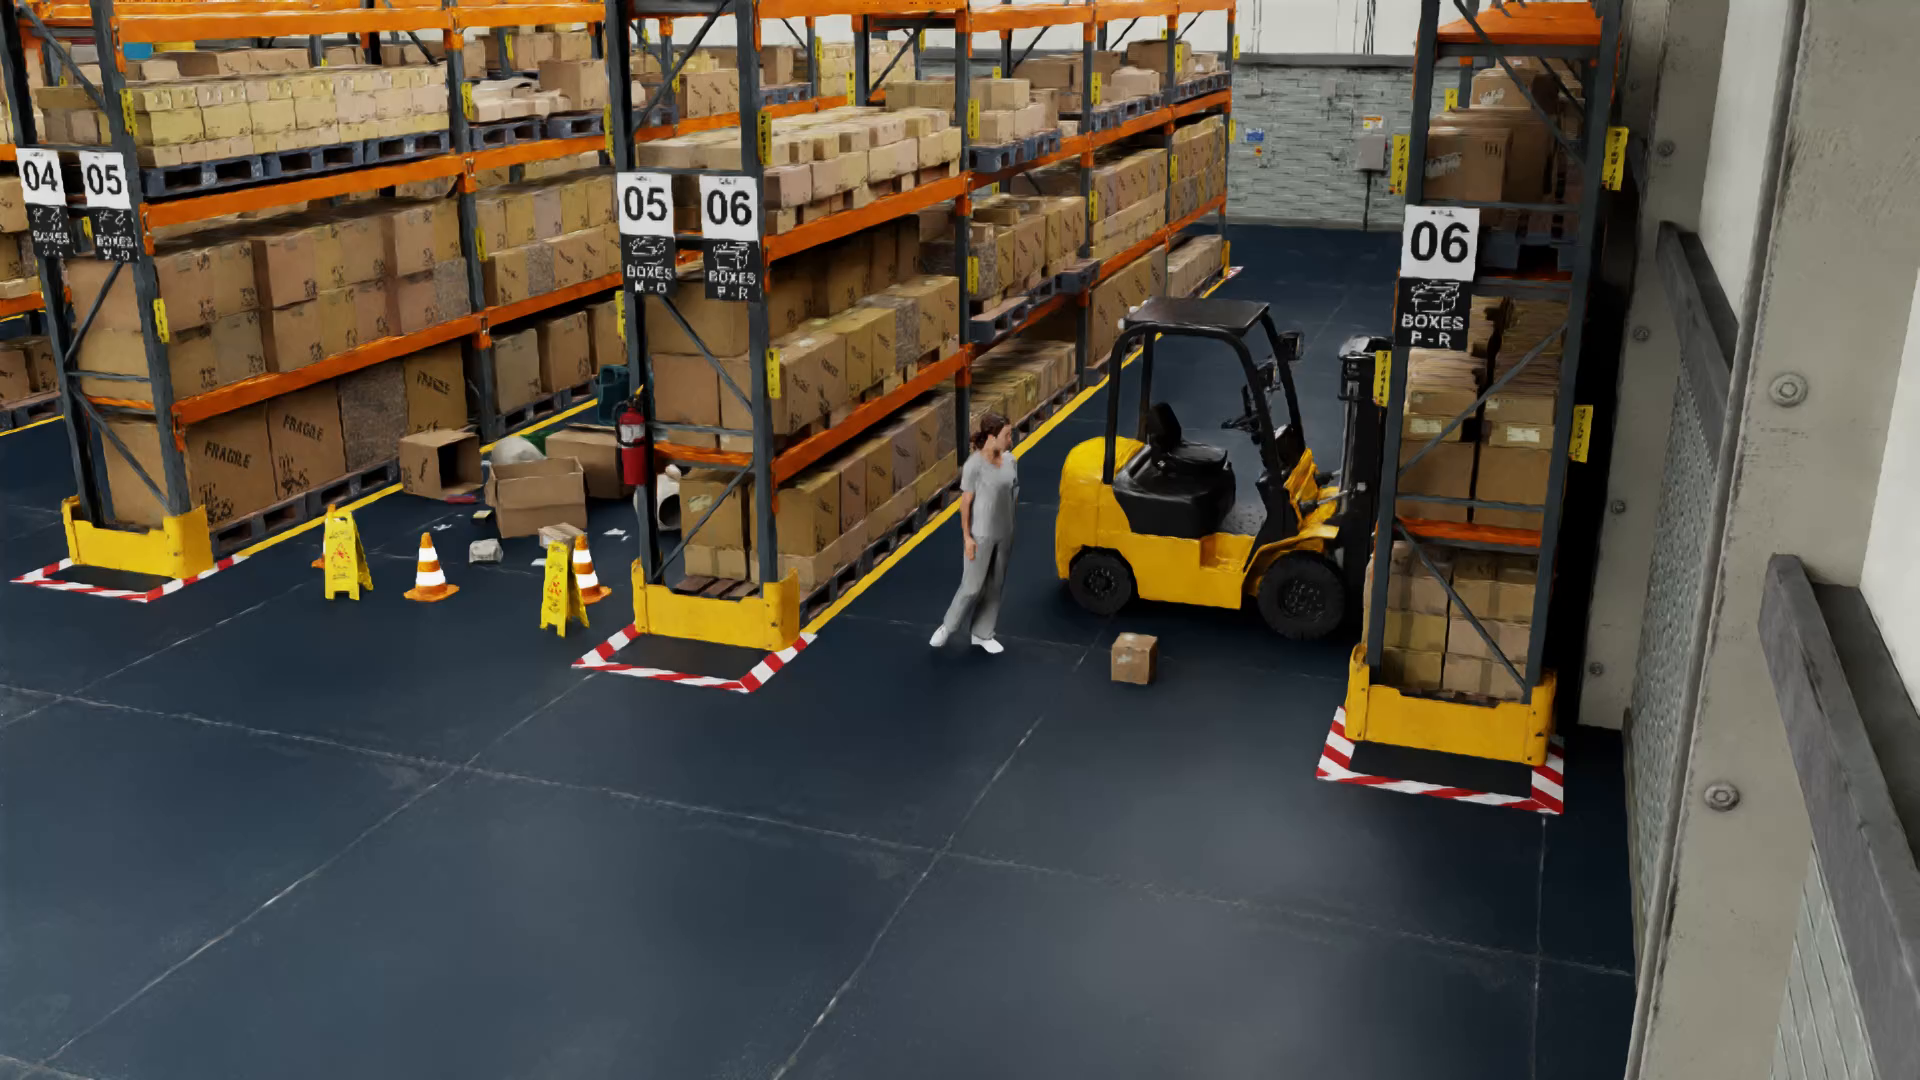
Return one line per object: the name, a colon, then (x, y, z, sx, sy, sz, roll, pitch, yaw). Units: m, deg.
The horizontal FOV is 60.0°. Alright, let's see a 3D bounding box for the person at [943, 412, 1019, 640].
person: (0.166, -0.082, 11.152, 0.521, 1.602, 0.421, -12, 22, -31)
